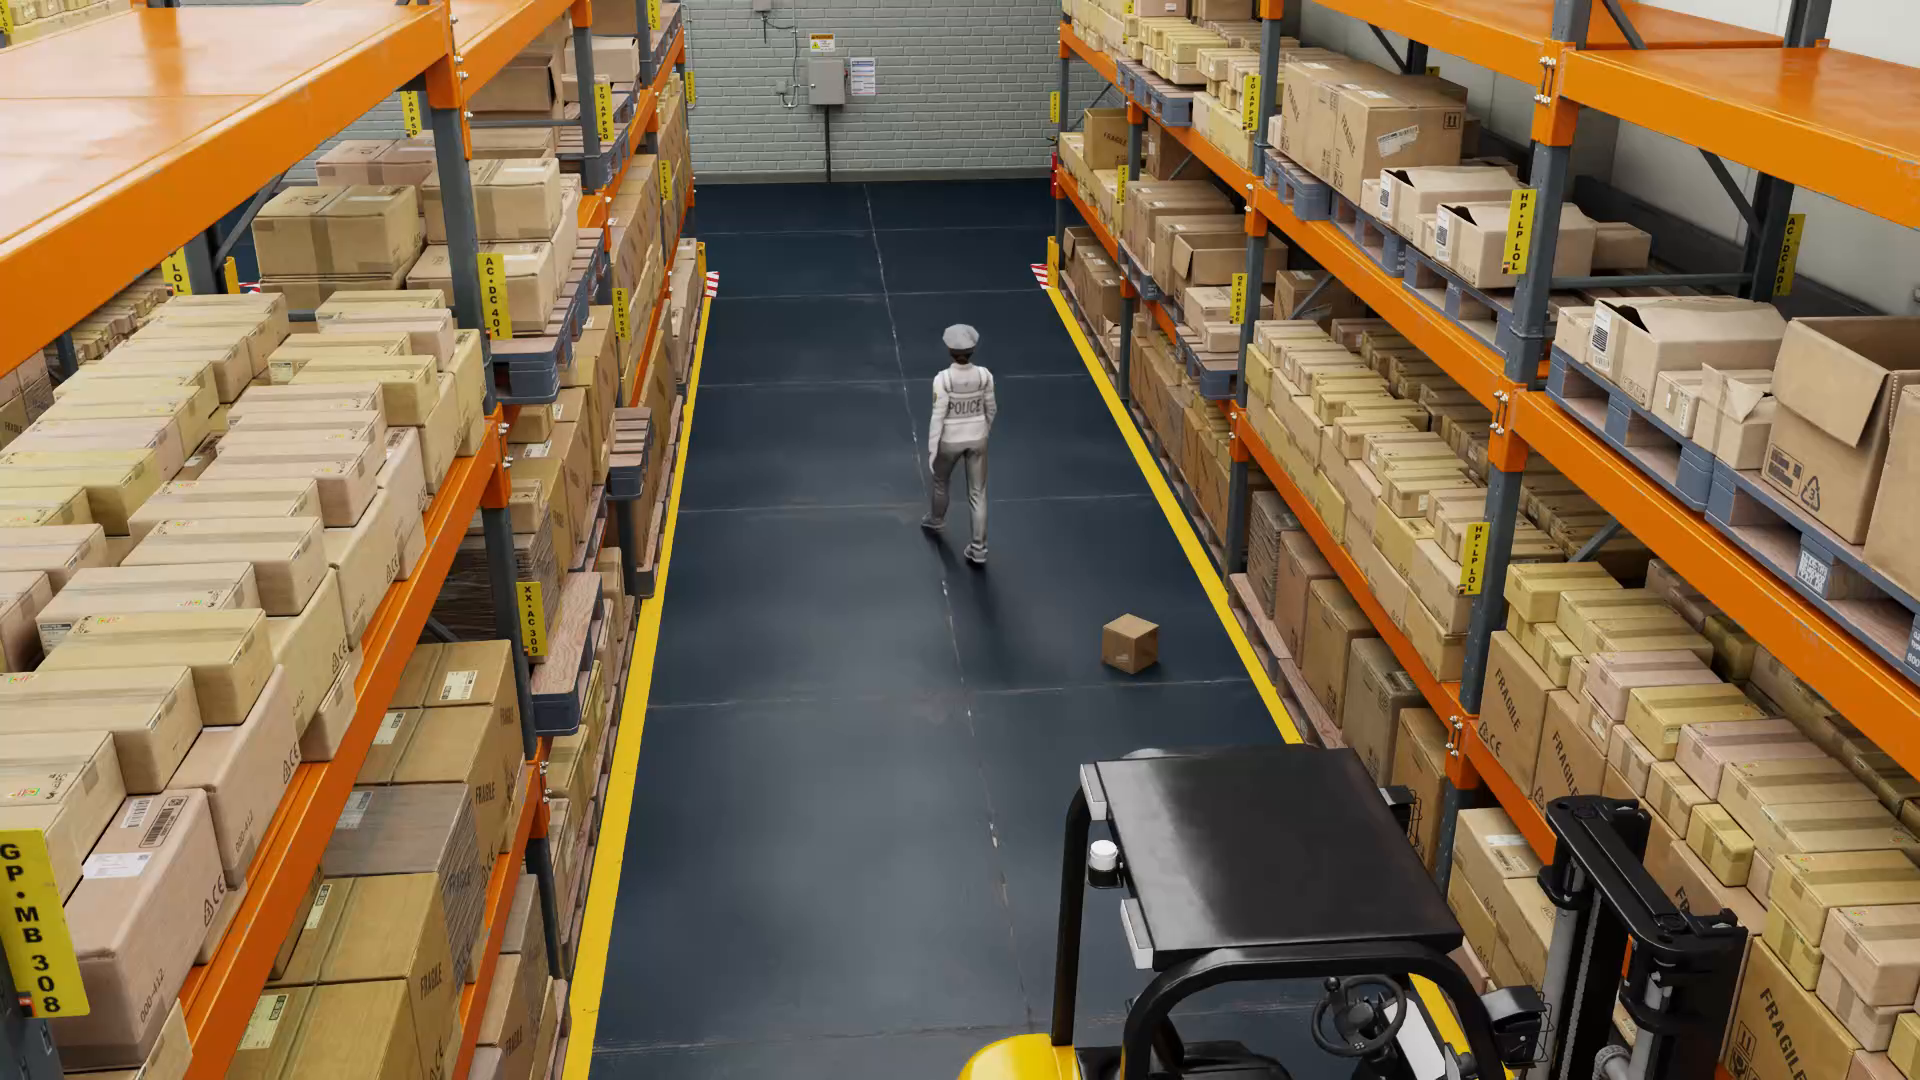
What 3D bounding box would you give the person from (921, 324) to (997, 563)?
[{"bbox_3d":[-0.003,-0.734,11.691,0.523,1.651,0.921,-5,24,-10],"label":"person"}]
